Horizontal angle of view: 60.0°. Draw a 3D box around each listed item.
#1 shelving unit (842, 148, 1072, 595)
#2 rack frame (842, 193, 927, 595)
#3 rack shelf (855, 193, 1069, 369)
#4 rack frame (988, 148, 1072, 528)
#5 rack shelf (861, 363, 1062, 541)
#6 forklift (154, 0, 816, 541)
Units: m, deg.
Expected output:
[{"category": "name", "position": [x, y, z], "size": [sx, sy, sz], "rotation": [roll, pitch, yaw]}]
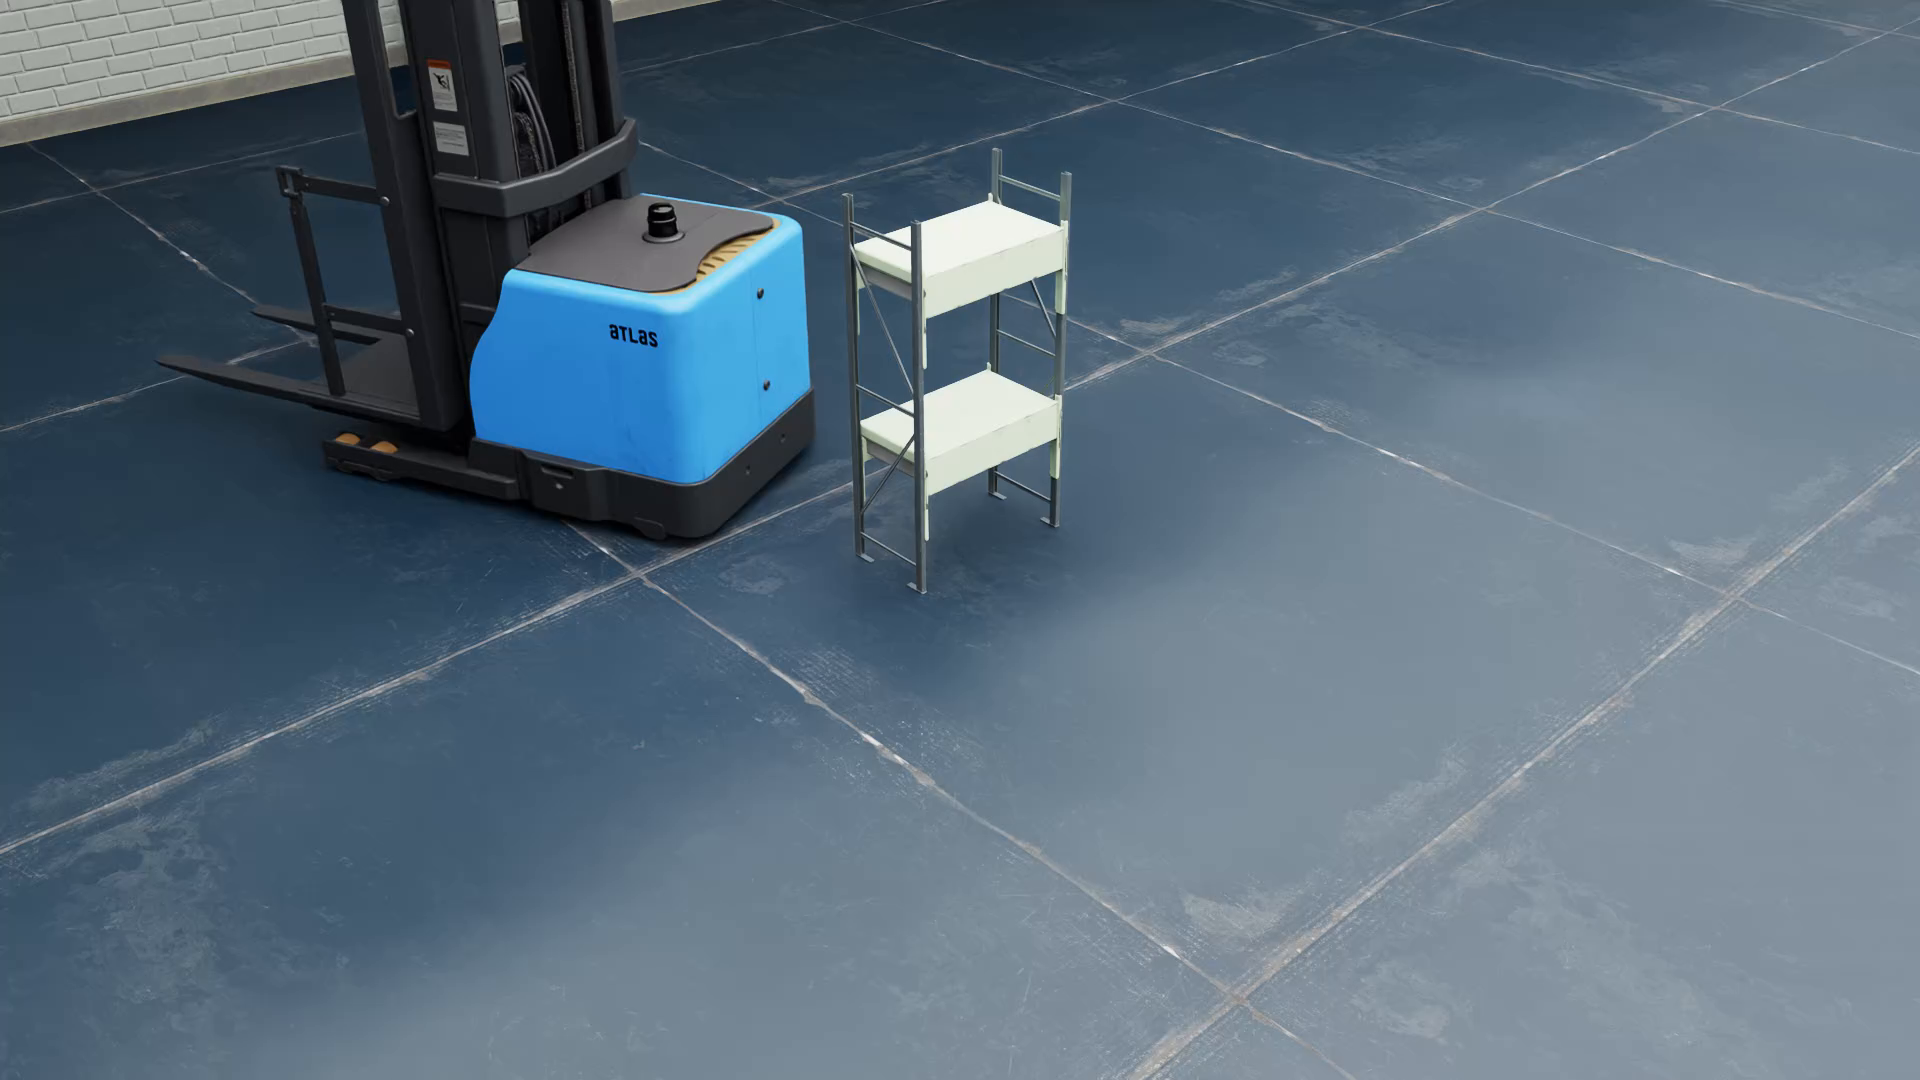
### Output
[{"category": "shelving unit", "position": [-0.005, -0.637, 6.355], "size": [0.755, 1.500, 0.431], "rotation": [-26, 40, -35]}, {"category": "rack frame", "position": [-0.273, -0.508, 6.143], "size": [0.023, 1.500, 0.400], "rotation": [-26, 40, -35]}, {"category": "rack shelf", "position": [-0.005, -0.970, 6.151], "size": [0.720, 0.370, 0.431], "rotation": [-26, 40, -35]}, {"category": "rack frame", "position": [0.264, -0.767, 6.567], "size": [0.023, 1.500, 0.400], "rotation": [-26, 40, -35]}, {"category": "rack shelf", "position": [-0.005, -0.359, 6.525], "size": [0.720, 0.370, 0.431], "rotation": [-26, 40, -35]}, {"category": "forklift", "position": [-2.204, -1.743, 6.790], "size": [3.031, 2.935, 1.130], "rotation": [13, 34, 20]}]
